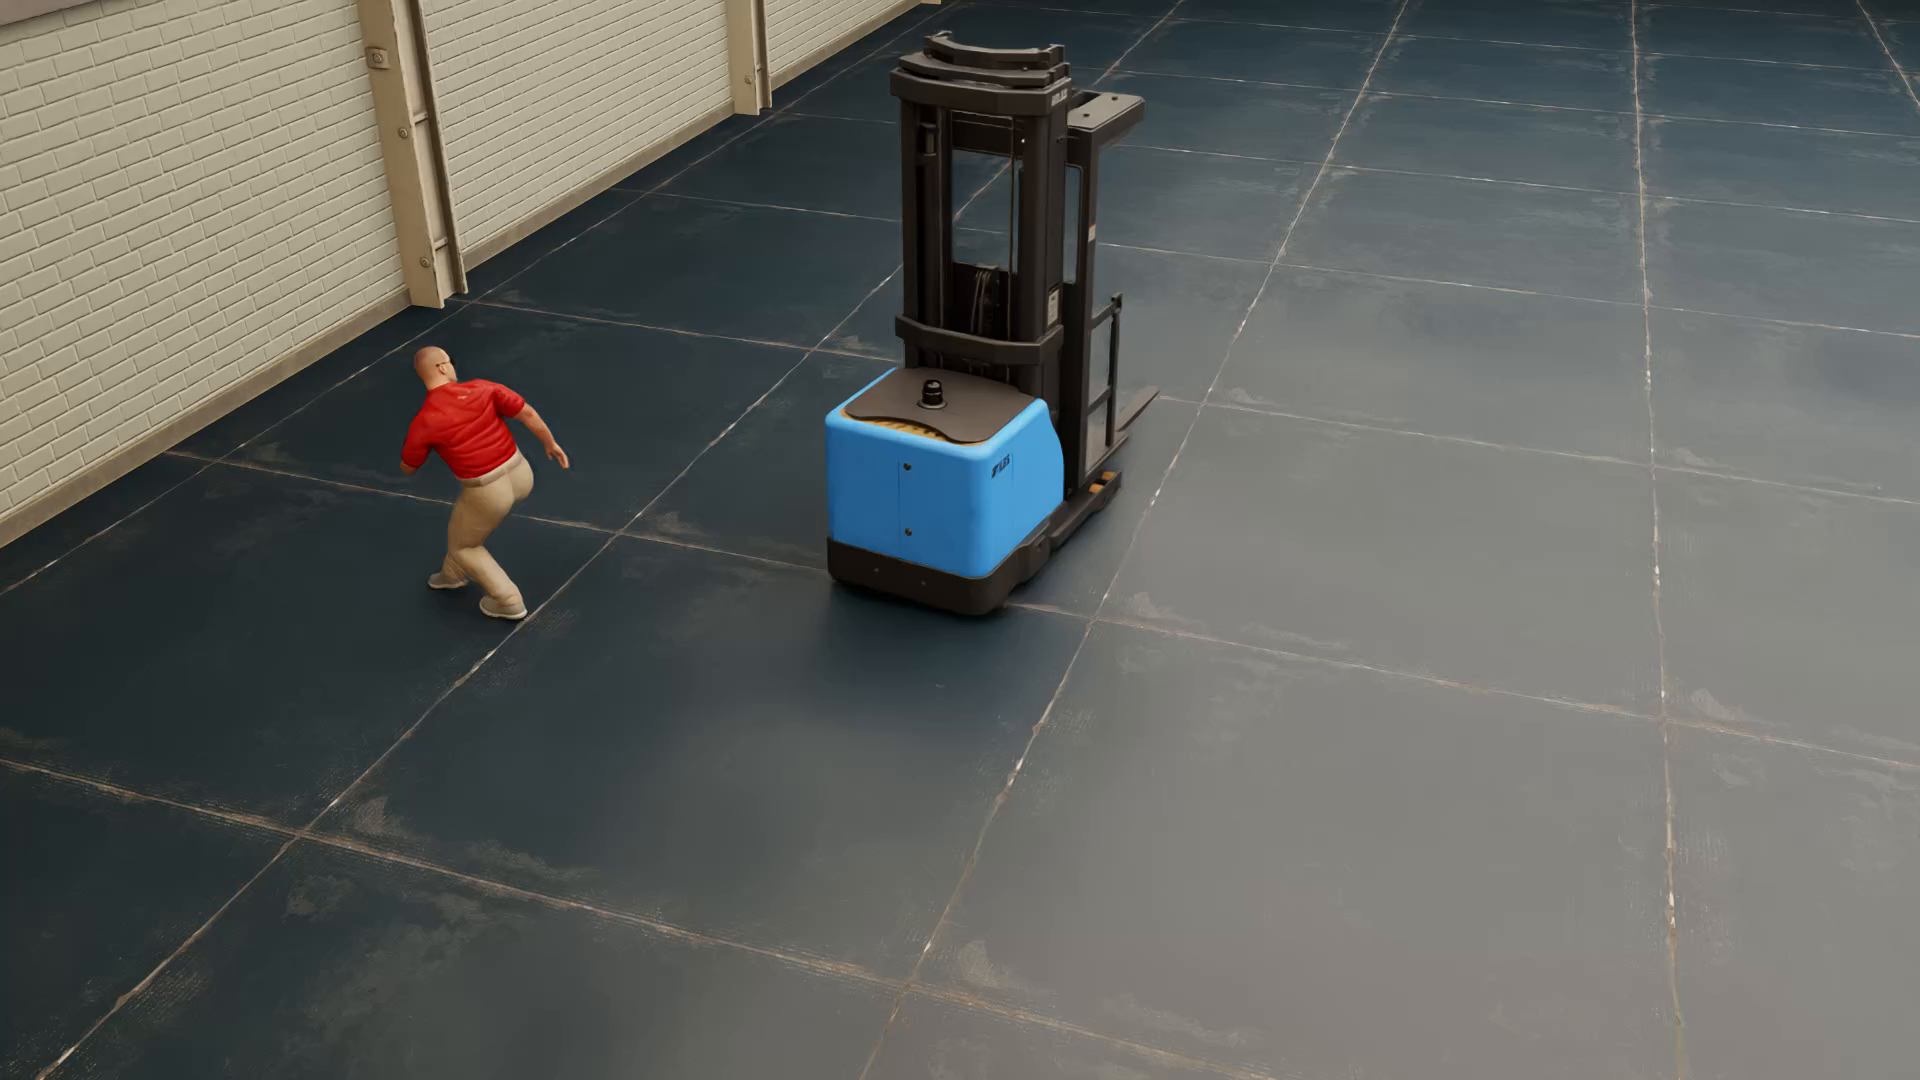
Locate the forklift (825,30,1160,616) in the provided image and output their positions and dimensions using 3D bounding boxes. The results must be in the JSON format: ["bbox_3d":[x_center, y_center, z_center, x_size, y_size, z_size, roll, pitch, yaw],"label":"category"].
[{"bbox_3d":[0.376,-1.555,9.864,1.130,2.935,3.031,15,33,24],"label":"forklift"}]

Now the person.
[{"bbox_3d":[-2.700,-0.377,9.194,0.792,1.573,0.777,20,36,32],"label":"person"}]
